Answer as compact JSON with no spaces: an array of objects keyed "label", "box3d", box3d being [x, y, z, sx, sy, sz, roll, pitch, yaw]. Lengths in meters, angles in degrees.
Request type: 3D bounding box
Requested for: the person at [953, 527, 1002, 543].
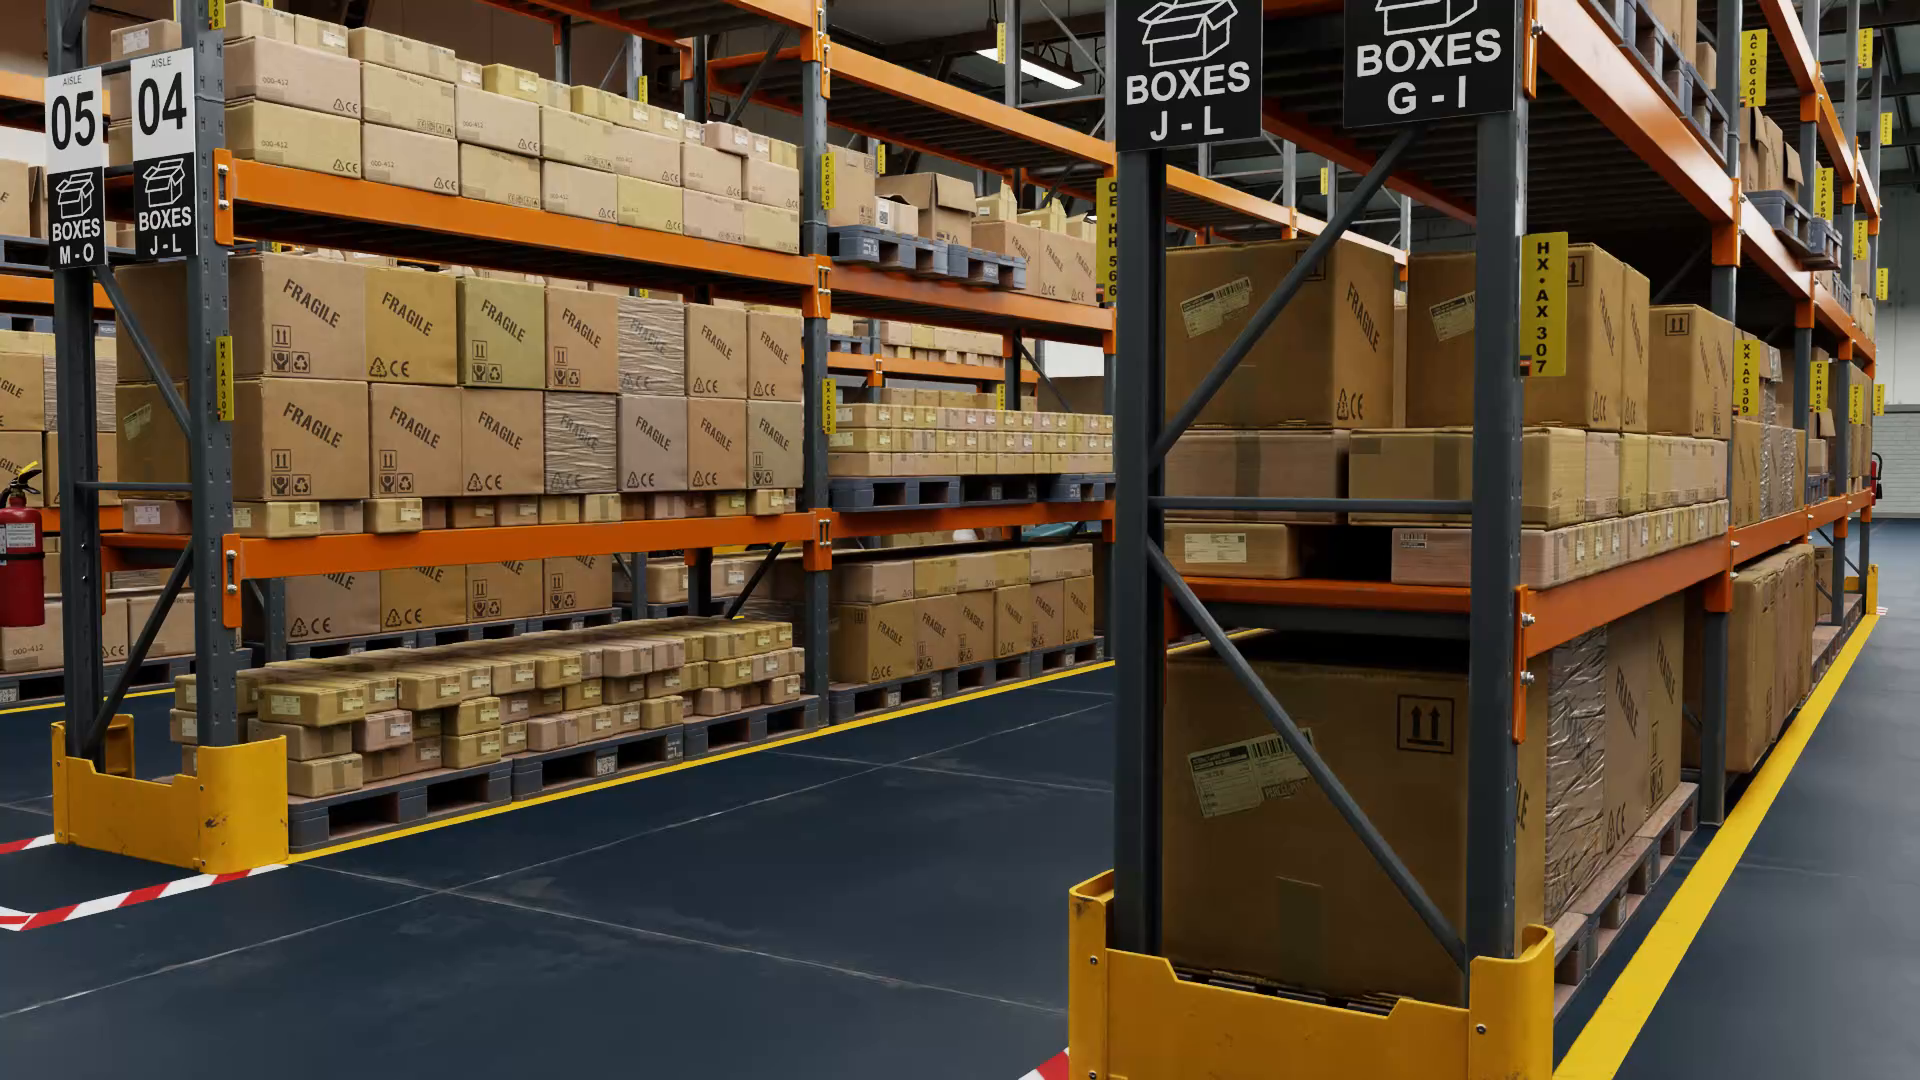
[{"label":"person","box3d":[0.275,0.030,16.353,0.622,1.590,0.620,2,3,32]}]
